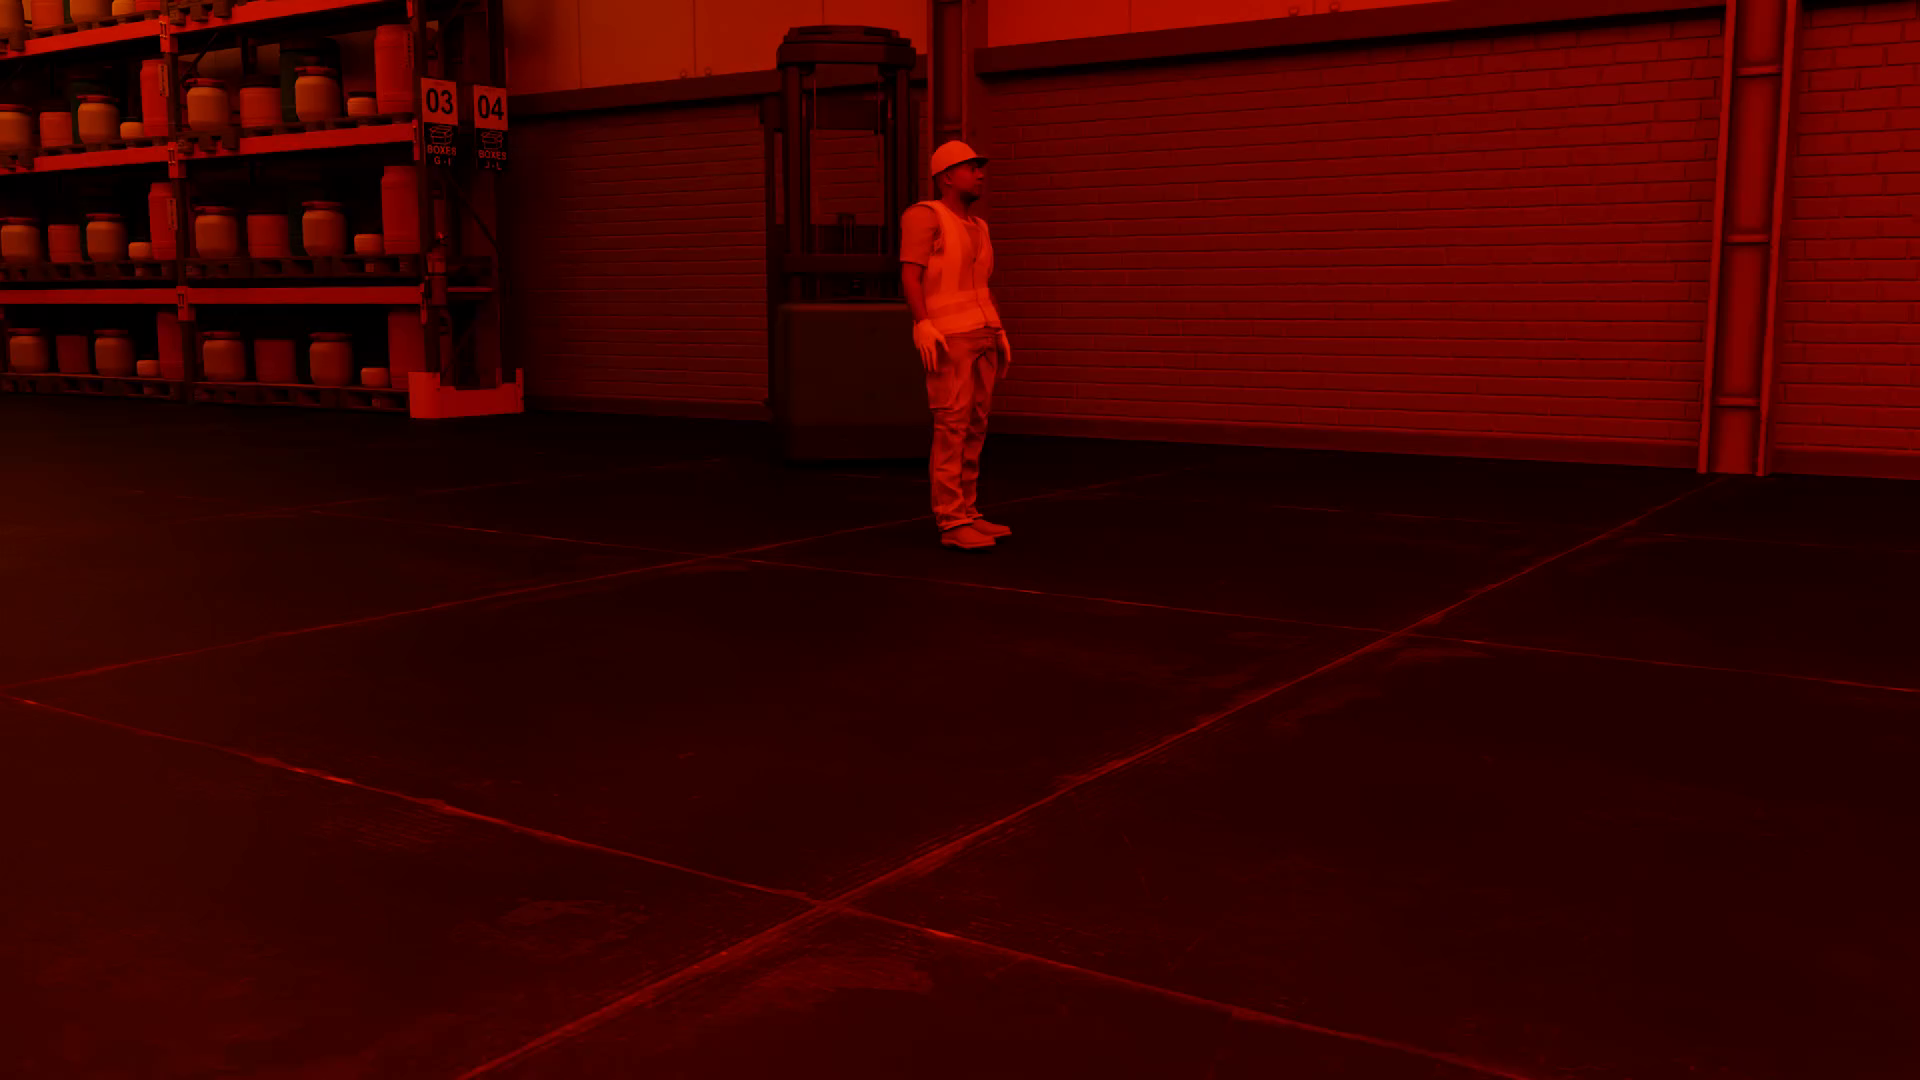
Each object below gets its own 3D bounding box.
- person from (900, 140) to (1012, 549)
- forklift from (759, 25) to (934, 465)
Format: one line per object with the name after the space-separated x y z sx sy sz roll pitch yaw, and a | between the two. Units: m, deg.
0.054 -0.883 7.430 0.577 1.782 0.656 5 10 34 | person
-0.877 -2.119 12.092 1.130 2.935 3.031 -1 8 -10 | forklift
